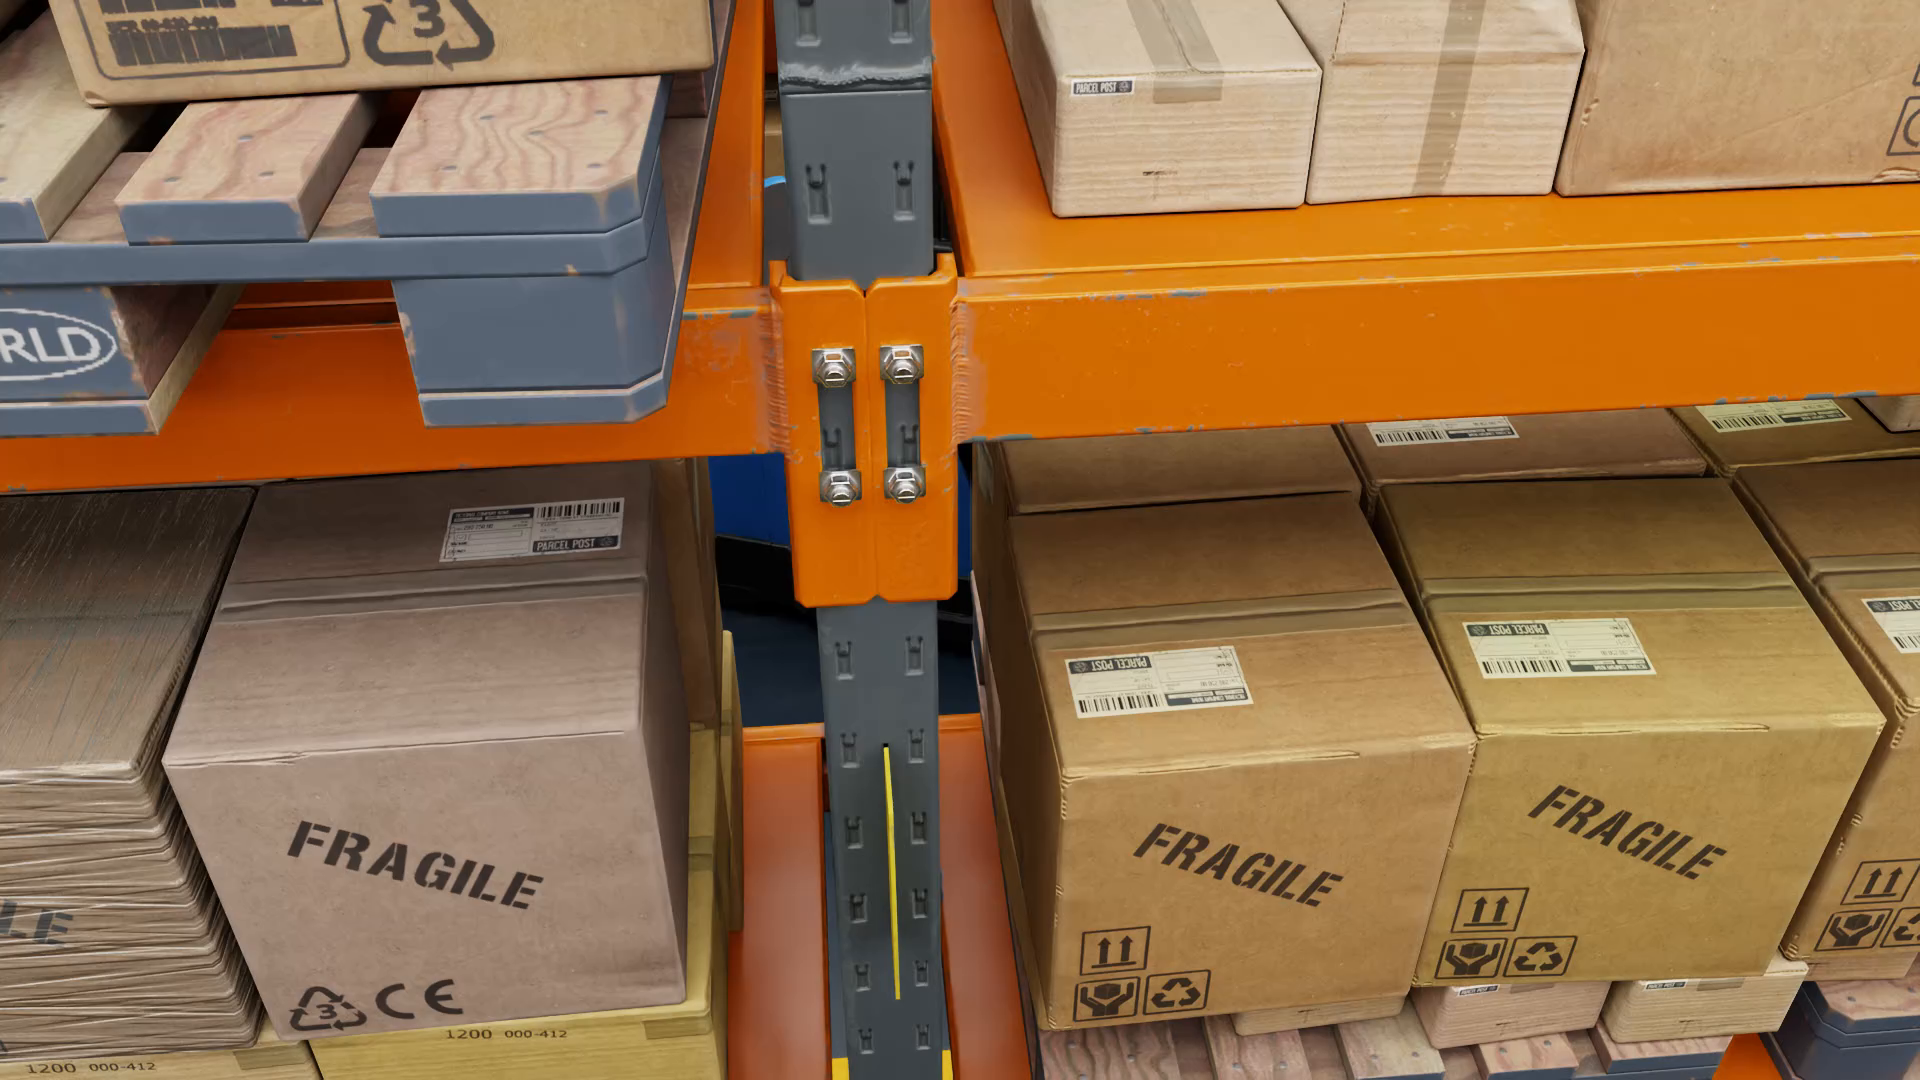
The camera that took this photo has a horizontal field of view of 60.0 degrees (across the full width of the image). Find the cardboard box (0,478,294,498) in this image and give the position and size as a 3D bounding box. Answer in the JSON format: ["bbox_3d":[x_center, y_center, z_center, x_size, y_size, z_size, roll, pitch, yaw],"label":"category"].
[{"bbox_3d":[-1.136,-0.024,2.471,0.500,0.500,0.500,-3,38,-4],"label":"cardboard box"}]

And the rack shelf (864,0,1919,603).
[{"bbox_3d":[1.862,-0.506,2.129,4.000,0.370,1.077,-3,38,-4],"label":"rack shelf"}]

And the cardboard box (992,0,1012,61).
[{"bbox_3d":[0.165,-0.727,2.031,0.250,0.149,0.380,-3,38,-4],"label":"cardboard box"}]

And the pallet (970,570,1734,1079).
[{"bbox_3d":[0.570,0.469,2.889,1.003,0.211,1.213,-3,38,-4],"label":"pallet"}]

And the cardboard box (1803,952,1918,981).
[{"bbox_3d":[1.280,0.484,2.579,0.250,0.149,0.380,-1,38,-1],"label":"cardboard box"}]

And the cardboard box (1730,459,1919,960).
[{"bbox_3d":[1.385,0.230,2.378,0.500,0.500,0.500,-3,38,-3],"label":"cardboard box"}]

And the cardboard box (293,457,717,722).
[{"bbox_3d":[-0.643,-0.057,2.513,0.500,0.500,0.500,-4,38,-5],"label":"cardboard box"}]

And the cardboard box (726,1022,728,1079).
[{"bbox_3d":[-0.611,0.745,2.505,0.500,0.250,0.500,-4,38,-6],"label":"cardboard box"}]

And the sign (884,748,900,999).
[{"bbox_3d":[-0.078,0.386,1.904,0.005,0.325,0.100,-3,38,-4],"label":"sign"}]

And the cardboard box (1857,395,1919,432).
[{"bbox_3d":[1.474,-0.341,2.577,0.250,0.149,0.380,-5,39,-6],"label":"cardboard box"}]

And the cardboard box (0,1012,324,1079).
[{"bbox_3d":[-1.100,0.575,2.317,0.500,0.250,0.500,-4,38,-5],"label":"cardboard box"}]

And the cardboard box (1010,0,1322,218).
[{"bbox_3d":[0.199,-0.493,1.734,0.250,0.149,0.380,-3,38,-4],"label":"cardboard box"}]

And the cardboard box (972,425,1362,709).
[{"bbox_3d":[0.298,-0.019,2.692,0.500,0.500,0.500,-4,38,-5],"label":"cardboard box"}]

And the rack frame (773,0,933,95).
[{"bbox_3d":[-0.130,-1.857,0.838,0.127,3.000,1.000,-3,38,-4],"label":"rack frame"}]

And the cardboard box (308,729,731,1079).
[{"bbox_3d":[-0.590,0.545,2.356,0.500,0.250,0.500,-3,38,-4],"label":"cardboard box"}]

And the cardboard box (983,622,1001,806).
[{"bbox_3d":[0.176,0.269,2.851,0.250,0.149,0.380,-2,38,-2],"label":"cardboard box"}]

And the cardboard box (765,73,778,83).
[{"bbox_3d":[-1.018,-1.897,7.412,0.500,0.500,0.500,-2,38,-2],"label":"cardboard box"}]

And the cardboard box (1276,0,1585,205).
[{"bbox_3d":[0.453,-0.553,1.716,0.258,0.266,0.396,-3,38,-4],"label":"cardboard box"}]

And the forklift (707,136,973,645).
[{"bbox_3d":[0.641,-1.015,4.671,3.031,2.935,1.130,10,39,12],"label":"forklift"}]

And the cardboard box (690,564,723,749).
[{"bbox_3d":[-0.657,0.237,2.746,0.500,0.250,0.500,-3,38,-4],"label":"cardboard box"}]

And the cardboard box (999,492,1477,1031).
[{"bbox_3d":[0.339,0.296,2.294,0.500,0.500,0.500,-4,38,-5],"label":"cardboard box"}]

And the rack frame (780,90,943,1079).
[{"bbox_3d":[-0.130,0.499,2.697,0.127,3.000,1.000,-3,38,-4],"label":"rack frame"}]

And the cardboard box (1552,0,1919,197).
[{"bbox_3d":[0.815,-0.764,1.795,0.500,0.500,0.700,-3,38,-4],"label":"cardboard box"}]

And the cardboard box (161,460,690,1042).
[{"bbox_3d":[-0.622,0.257,2.115,0.500,0.500,0.500,-4,38,-5],"label":"cardboard box"}]

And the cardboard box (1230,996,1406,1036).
[{"bbox_3d":[0.495,0.534,2.515,0.250,0.149,0.380,-5,39,-7],"label":"cardboard box"}]

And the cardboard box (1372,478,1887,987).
[{"bbox_3d":[0.857,0.263,2.335,0.500,0.500,0.500,-1,38,-2],"label":"cardboard box"}]

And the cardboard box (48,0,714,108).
[{"bbox_3d":[-0.492,-0.771,1.461,0.637,0.503,0.797,-5,39,-7],"label":"cardboard box"}]

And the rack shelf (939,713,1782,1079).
[{"bbox_3d":[1.862,0.671,3.058,4.000,0.370,1.077,-3,38,-4],"label":"rack shelf"}]

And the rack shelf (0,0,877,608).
[{"bbox_3d":[-2.122,-0.287,1.851,4.000,0.370,1.077,-3,38,-4],"label":"rack shelf"}]

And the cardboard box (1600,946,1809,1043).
[{"bbox_3d":[1.047,0.546,2.501,0.250,0.149,0.380,-3,38,-4],"label":"cardboard box"}]

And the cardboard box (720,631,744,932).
[{"bbox_3d":[-0.640,0.429,2.906,0.500,0.250,0.500,-4,38,-5],"label":"cardboard box"}]

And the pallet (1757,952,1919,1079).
[{"bbox_3d":[1.838,0.440,2.926,1.213,0.211,1.003,-3,38,-4],"label":"pallet"}]

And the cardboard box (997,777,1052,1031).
[{"bbox_3d":[0.210,0.529,2.521,0.250,0.149,0.380,-5,39,-7],"label":"cardboard box"}]

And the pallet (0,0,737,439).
[{"bbox_3d":[-0.767,-0.537,1.740,1.003,0.211,1.213,-1,38,-2],"label":"pallet"}]

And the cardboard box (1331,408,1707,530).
[{"bbox_3d":[0.812,-0.054,2.737,0.500,0.500,0.500,-4,38,-5],"label":"cardboard box"}]

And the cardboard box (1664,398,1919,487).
[{"bbox_3d":[1.315,-0.082,2.773,0.500,0.500,0.500,-6,39,-7],"label":"cardboard box"}]

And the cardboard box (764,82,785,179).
[{"bbox_3d":[-0.976,-1.592,7.024,0.500,0.500,0.500,-2,38,-3],"label":"cardboard box"}]

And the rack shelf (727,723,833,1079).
[{"bbox_3d":[-2.122,0.891,2.780,4.000,0.370,1.077,-3,38,-4],"label":"rack shelf"}]

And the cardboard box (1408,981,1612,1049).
[{"bbox_3d":[0.771,0.548,2.498,0.250,0.149,0.380,-6,39,-7],"label":"cardboard box"}]

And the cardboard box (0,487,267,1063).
[{"bbox_3d":[-1.132,0.290,2.073,0.500,0.500,0.500,-3,38,-3],"label":"cardboard box"}]
